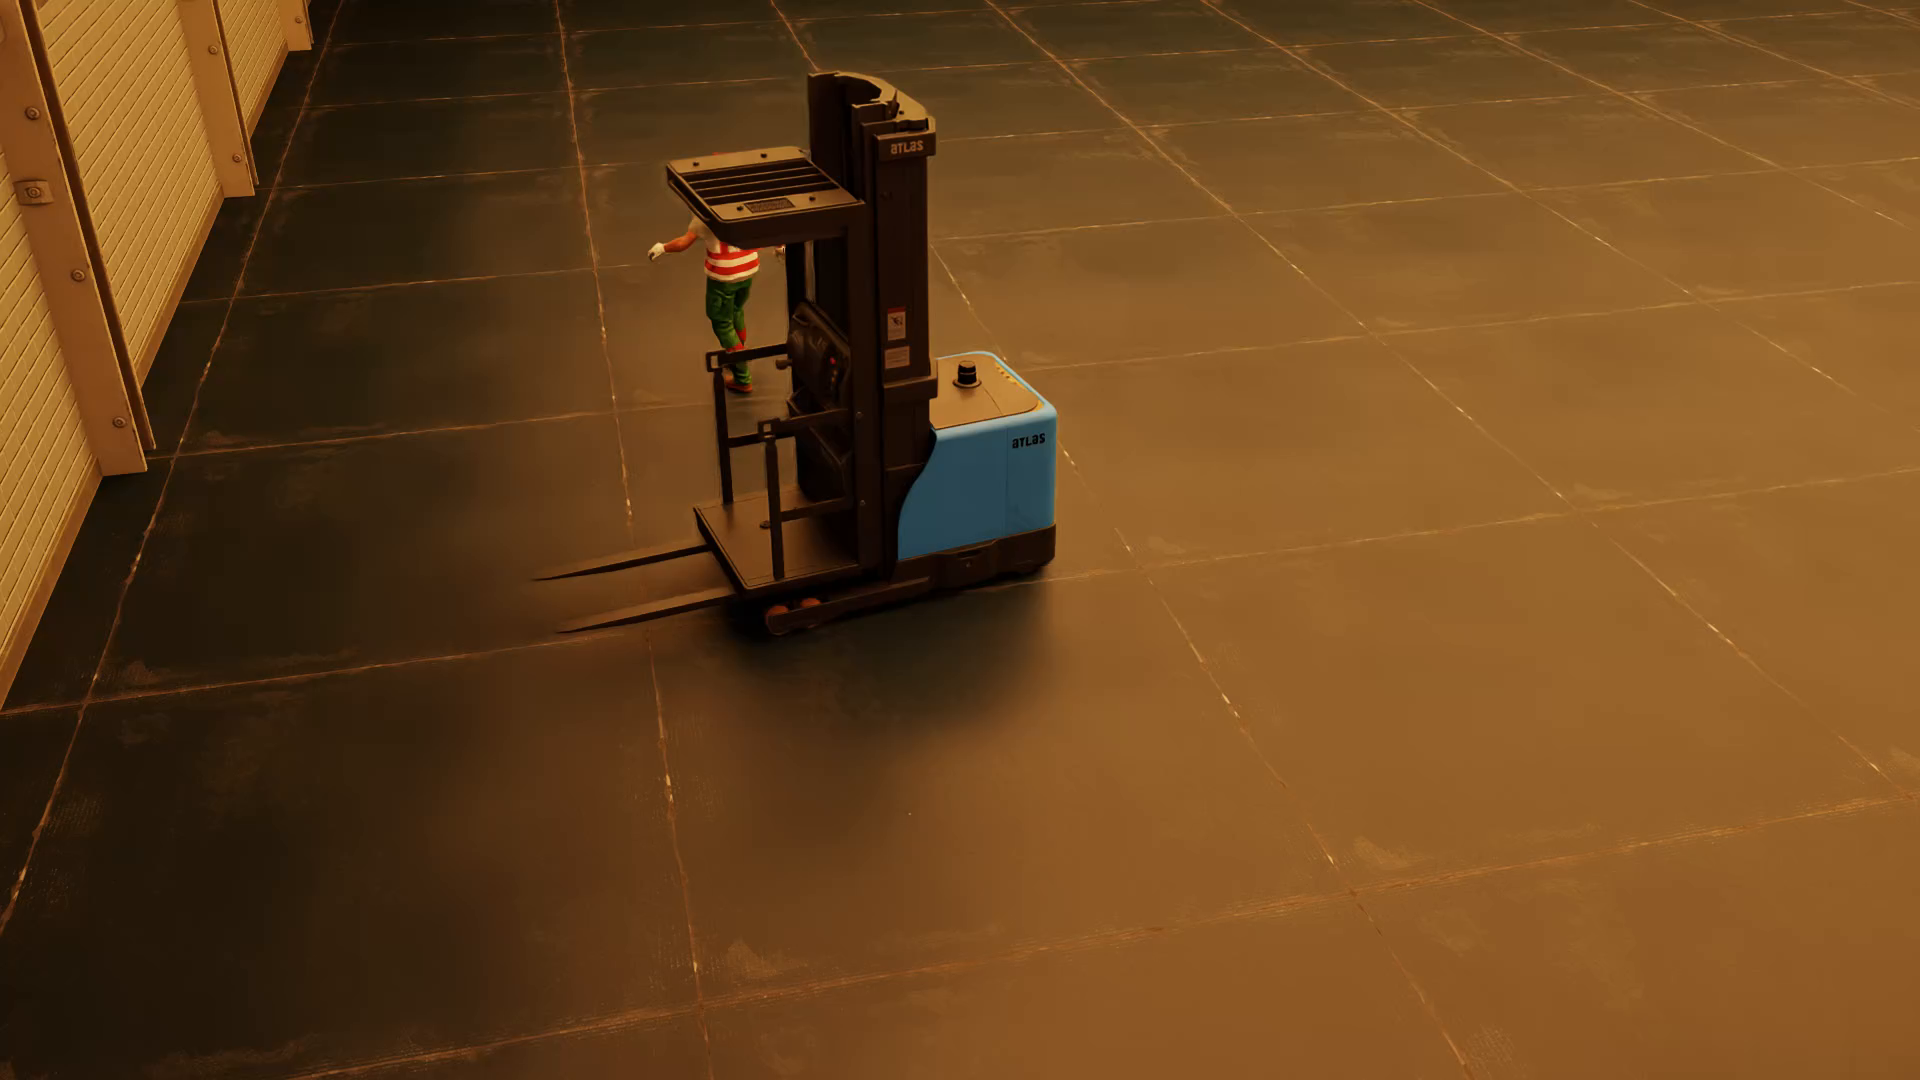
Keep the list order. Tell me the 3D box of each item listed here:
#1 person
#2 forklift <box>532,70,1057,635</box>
[{"bbox_3d":[-1.725,-1.985,12.214,1.026,1.796,0.650,-25,39,-37],"label":"person"},{"bbox_3d":[-0.981,-1.024,9.343,3.031,2.935,1.130,-12,32,-20],"label":"forklift"}]
